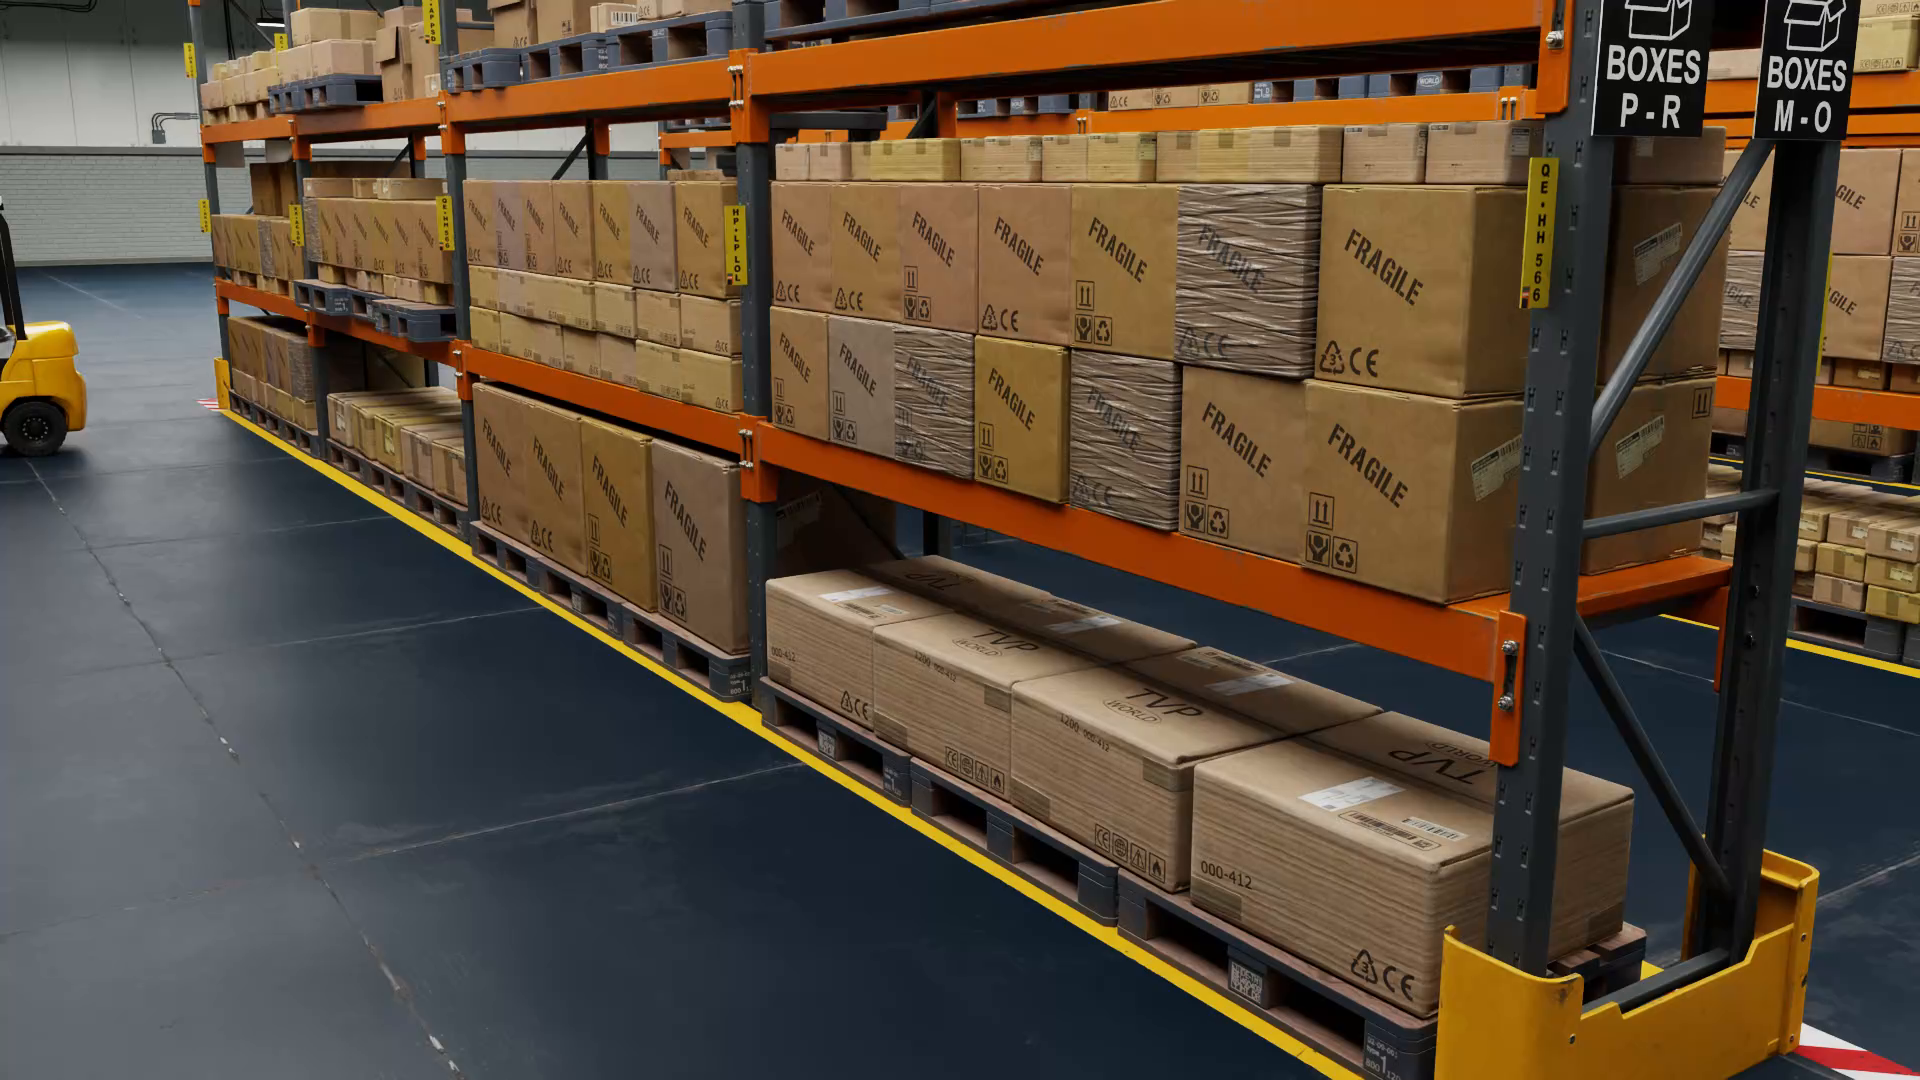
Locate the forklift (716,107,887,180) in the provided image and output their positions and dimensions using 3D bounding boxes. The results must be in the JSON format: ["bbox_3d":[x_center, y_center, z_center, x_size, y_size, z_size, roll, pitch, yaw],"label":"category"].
[{"bbox_3d":[-1.279,-2.045,13.353,1.130,2.935,3.031,-6,14,-24],"label":"forklift"}]

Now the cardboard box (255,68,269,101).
[{"bbox_3d":[-5.664,-3.861,14.130,0.500,0.250,0.500,-8,15,-34],"label":"cardboard box"}]

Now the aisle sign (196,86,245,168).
[{"bbox_3d":[-7.423,-4.143,16.700,0.394,0.787,0.004,-8,15,-33],"label":"aisle sign"}]

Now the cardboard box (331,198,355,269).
[{"bbox_3d":[-4.353,-2.291,12.402,0.500,0.500,0.500,-8,15,-33],"label":"cardboard box"}]

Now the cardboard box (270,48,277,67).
[{"bbox_3d":[-5.480,-3.987,13.773,0.380,0.149,0.250,-9,15,-34],"label":"cardboard box"}]

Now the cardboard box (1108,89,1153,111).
[{"bbox_3d":[1.461,-3.461,12.411,0.500,0.500,0.500,-8,15,-33],"label":"cardboard box"}]

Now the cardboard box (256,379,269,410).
[{"bbox_3d":[-6.325,-1.397,15.683,0.500,0.250,0.500,-7,14,-29],"label":"cardboard box"}]

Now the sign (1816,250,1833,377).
[{"bbox_3d":[2.199,-0.579,4.278,0.100,0.325,0.005,-8,15,-33],"label":"sign"}]

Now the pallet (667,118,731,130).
[{"bbox_3d":[-2.646,-4.794,18.948,1.003,0.211,1.213,-8,15,-33],"label":"pallet"}]

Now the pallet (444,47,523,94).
[{"bbox_3d":[-2.298,-2.741,9.794,1.213,0.211,1.003,-7,14,-30],"label":"pallet"}]

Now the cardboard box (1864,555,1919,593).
[{"bbox_3d":[4.682,0.142,8.183,0.380,0.149,0.250,-8,15,-32],"label":"cardboard box"}]

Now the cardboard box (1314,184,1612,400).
[{"bbox_3d":[1.269,-0.648,4.229,0.500,0.500,0.500,-8,14,-31],"label":"cardboard box"}]

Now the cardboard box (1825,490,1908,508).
[{"bbox_3d":[4.827,-0.159,8.863,0.380,0.149,0.250,-8,15,-33],"label":"cardboard box"}]

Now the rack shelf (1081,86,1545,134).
[{"bbox_3d":[2.474,-2.838,11.481,1.077,0.370,4.000,-8,15,-33],"label":"rack shelf"}]

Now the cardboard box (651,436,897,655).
[{"bbox_3d":[-0.892,-0.032,7.979,0.875,0.875,0.875,-8,14,-31],"label":"cardboard box"}]

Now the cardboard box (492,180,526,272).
[{"bbox_3d":[-2.346,-1.809,9.540,0.500,0.500,0.500,-8,15,-33],"label":"cardboard box"}]

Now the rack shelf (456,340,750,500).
[{"bbox_3d":[-1.590,-0.769,9.040,1.077,0.370,4.000,-8,15,-33],"label":"rack shelf"}]

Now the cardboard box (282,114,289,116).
[{"bbox_3d":[-5.344,-3.550,13.640,0.380,0.149,0.250,-8,15,-32],"label":"cardboard box"}]

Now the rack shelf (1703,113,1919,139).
[{"bbox_3d":[6.660,-3.407,14.083,1.077,0.370,4.000,-8,15,-33],"label":"rack shelf"}]

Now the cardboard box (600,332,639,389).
[{"bbox_3d":[-1.486,-0.924,8.416,0.500,0.250,0.500,-9,15,-34],"label":"cardboard box"}]

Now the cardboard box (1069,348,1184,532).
[{"bbox_3d":[0.688,-0.338,5.151,0.500,0.500,0.500,-8,14,-31],"label":"cardboard box"}]

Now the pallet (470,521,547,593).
[{"bbox_3d":[-2.324,0.035,10.205,1.003,0.211,1.213,-8,15,-33],"label":"pallet"}]

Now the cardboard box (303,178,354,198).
[{"bbox_3d":[-4.948,-2.778,13.112,0.380,0.149,0.250,-8,15,-33],"label":"cardboard box"}]

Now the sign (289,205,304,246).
[{"bbox_3d":[-5.362,-2.545,13.450,0.100,0.325,0.005,-8,15,-33],"label":"sign"}]

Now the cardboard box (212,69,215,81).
[{"bbox_3d":[-7.104,-4.544,16.317,0.380,0.149,0.250,-8,15,-33],"label":"cardboard box"}]

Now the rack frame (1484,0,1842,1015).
[{"bbox_3d":[1.734,-0.053,4.083,1.000,3.000,0.127,-8,15,-33],"label":"rack frame"}]

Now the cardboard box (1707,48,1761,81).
[{"bbox_3d":[4.177,-2.464,8.437,0.500,0.250,0.500,-7,14,-30],"label":"cardboard box"}]

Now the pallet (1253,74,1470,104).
[{"bbox_3d":[2.752,-3.049,11.199,1.213,0.211,1.003,-8,15,-33],"label":"pallet"}]

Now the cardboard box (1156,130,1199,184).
[{"bbox_3d":[0.803,-1.130,4.916,0.380,0.149,0.250,-8,15,-33],"label":"cardboard box"}]

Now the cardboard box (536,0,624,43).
[{"bbox_3d":[-1.992,-3.042,9.511,0.700,0.500,0.500,-9,15,-36],"label":"cardboard box"}]

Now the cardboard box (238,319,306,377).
[{"bbox_3d":[-6.607,-1.854,16.017,0.500,0.500,0.500,-9,15,-35],"label":"cardboard box"}]

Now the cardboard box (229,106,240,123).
[{"bbox_3d":[-6.498,-3.915,15.308,0.380,0.149,0.250,-8,15,-32],"label":"cardboard box"}]

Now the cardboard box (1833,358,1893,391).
[{"bbox_3d":[4.582,-0.844,8.286,0.380,0.149,0.250,-8,15,-32],"label":"cardboard box"}]

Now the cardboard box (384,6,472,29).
[{"bbox_3d":[-3.904,-3.762,12.219,0.500,0.250,0.500,-8,15,-32],"label":"cardboard box"}]

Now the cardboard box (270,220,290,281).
[{"bbox_3d":[-5.659,-2.522,14.442,0.500,0.500,0.500,-8,14,-31],"label":"cardboard box"}]

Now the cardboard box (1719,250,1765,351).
[{"bbox_3d":[4.176,-1.264,8.689,0.500,0.500,0.500,-8,15,-34],"label":"cardboard box"}]

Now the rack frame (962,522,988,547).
[{"bbox_3d":[0.097,-0.482,10.607,0.200,1.050,0.008,-8,15,-33],"label":"rack frame"}]

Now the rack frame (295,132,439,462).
[{"bbox_3d":[-4.915,-2.187,13.843,1.000,3.000,0.127,-8,15,-33],"label":"rack frame"}]

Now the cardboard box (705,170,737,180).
[{"bbox_3d":[-2.314,-3.830,18.477,0.875,0.550,0.550,-8,15,-33],"label":"cardboard box"}]

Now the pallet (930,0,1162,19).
[{"bbox_3d":[0.634,-1.823,5.363,1.003,0.211,1.213,-8,15,-33],"label":"pallet"}]

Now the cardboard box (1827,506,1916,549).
[{"bbox_3d":[4.614,-0.061,8.419,0.380,0.149,0.250,-9,15,-35],"label":"cardboard box"}]

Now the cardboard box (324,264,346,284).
[{"bbox_3d":[-4.741,-2.089,12.996,0.380,0.149,0.250,-8,15,-32],"label":"cardboard box"}]

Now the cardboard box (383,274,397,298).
[{"bbox_3d":[-3.759,-1.760,11.496,0.380,0.149,0.250,-8,15,-32],"label":"cardboard box"}]

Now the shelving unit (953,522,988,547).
[{"bbox_3d":[0.030,-0.503,10.706,0.215,1.050,0.252,-8,15,-33],"label":"shelving unit"}]

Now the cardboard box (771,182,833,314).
[{"bbox_3d":[-0.420,-1.188,6.701,0.500,0.500,0.500,-8,15,-32],"label":"cardboard box"}]

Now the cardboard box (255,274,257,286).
[{"bbox_3d":[-6.414,-2.459,15.671,0.380,0.149,0.250,-8,14,-31],"label":"cardboard box"}]

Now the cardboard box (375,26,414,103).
[{"bbox_3d":[-3.567,-3.260,11.483,0.797,0.503,0.637,-8,15,-33],"label":"cardboard box"}]

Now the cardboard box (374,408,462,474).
[{"bbox_3d":[-3.834,-0.765,12.506,0.950,0.372,0.625,-8,14,-31],"label":"cardboard box"}]

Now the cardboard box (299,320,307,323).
[{"bbox_3d":[-6.178,-1.923,16.331,0.500,0.500,0.500,-7,14,-31],"label":"cardboard box"}]

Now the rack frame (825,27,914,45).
[{"bbox_3d":[-0.850,-5.722,15.963,1.000,3.000,0.127,-8,15,-33],"label":"rack frame"}]

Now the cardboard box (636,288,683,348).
[{"bbox_3d":[-1.212,-1.073,7.928,0.500,0.250,0.500,-8,14,-31],"label":"cardboard box"}]

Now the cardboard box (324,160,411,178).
[{"bbox_3d":[-4.978,-2.974,14.168,0.700,0.500,0.500,-8,15,-33],"label":"cardboard box"}]

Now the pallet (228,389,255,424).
[{"bbox_3d":[-6.668,-1.374,16.652,1.003,0.211,1.213,-8,15,-33],"label":"pallet"}]

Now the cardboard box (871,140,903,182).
[{"bbox_3d":[-0.105,-1.396,6.132,0.380,0.149,0.250,-8,15,-33],"label":"cardboard box"}]
